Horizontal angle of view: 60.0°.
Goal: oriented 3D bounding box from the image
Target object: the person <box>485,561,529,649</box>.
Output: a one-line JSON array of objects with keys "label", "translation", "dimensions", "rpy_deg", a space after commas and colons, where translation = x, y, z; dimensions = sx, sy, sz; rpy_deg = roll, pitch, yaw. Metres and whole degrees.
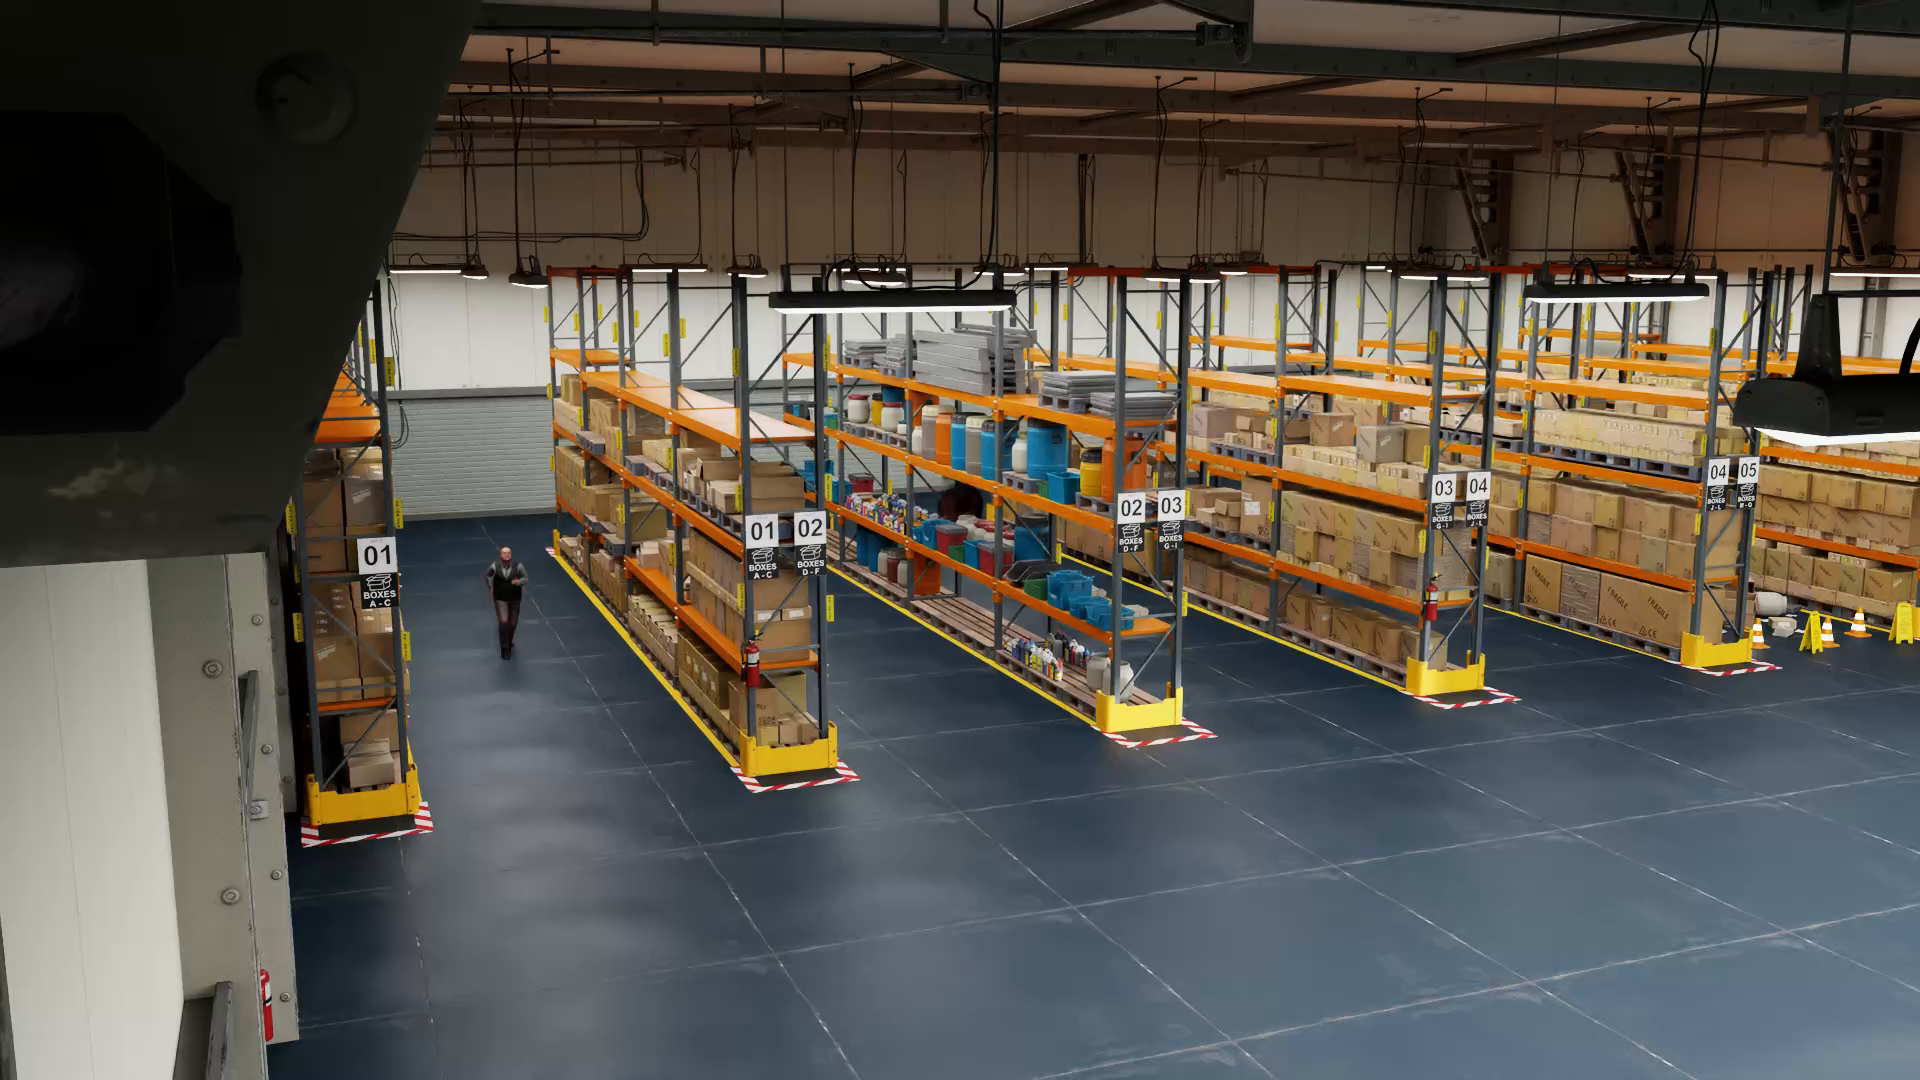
[{"label": "person", "translation": [-7.120, 0.977, 26.218], "dimensions": [0.635, 1.391, 0.795], "rpy_deg": [-5, 11, -24]}]

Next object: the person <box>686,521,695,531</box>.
[{"label": "person", "translation": [-5.400, -0.402, 33.978], "dimensions": [0.667, 1.761, 0.611], "rpy_deg": [-8, 13, -40]}]
